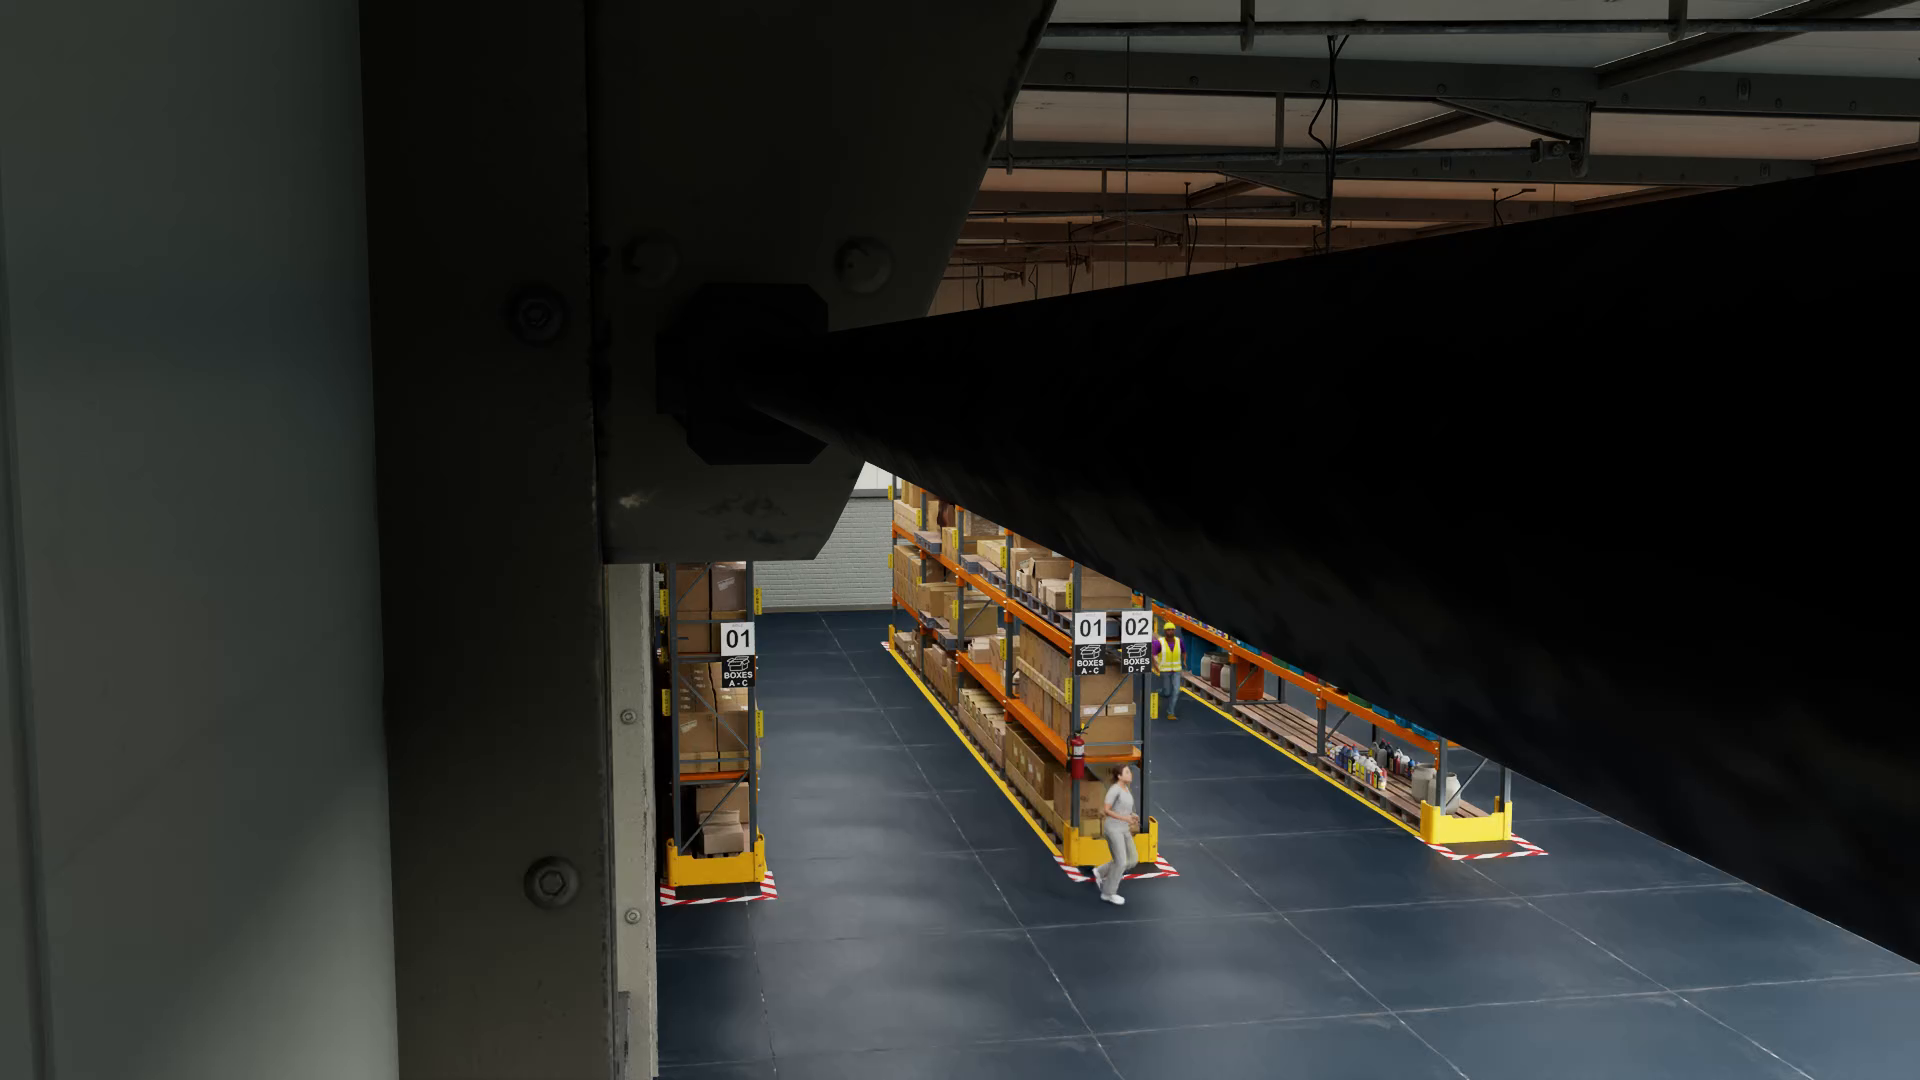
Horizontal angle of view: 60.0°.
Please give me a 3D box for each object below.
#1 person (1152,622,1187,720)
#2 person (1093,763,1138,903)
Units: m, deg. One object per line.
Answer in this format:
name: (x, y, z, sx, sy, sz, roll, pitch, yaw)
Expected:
person: (3.716, 2.312, 29.422, 0.712, 1.729, 0.742, -1, 6, -10)
person: (1.874, 3.422, 19.581, 0.601, 1.621, 0.588, 4, 7, 32)
